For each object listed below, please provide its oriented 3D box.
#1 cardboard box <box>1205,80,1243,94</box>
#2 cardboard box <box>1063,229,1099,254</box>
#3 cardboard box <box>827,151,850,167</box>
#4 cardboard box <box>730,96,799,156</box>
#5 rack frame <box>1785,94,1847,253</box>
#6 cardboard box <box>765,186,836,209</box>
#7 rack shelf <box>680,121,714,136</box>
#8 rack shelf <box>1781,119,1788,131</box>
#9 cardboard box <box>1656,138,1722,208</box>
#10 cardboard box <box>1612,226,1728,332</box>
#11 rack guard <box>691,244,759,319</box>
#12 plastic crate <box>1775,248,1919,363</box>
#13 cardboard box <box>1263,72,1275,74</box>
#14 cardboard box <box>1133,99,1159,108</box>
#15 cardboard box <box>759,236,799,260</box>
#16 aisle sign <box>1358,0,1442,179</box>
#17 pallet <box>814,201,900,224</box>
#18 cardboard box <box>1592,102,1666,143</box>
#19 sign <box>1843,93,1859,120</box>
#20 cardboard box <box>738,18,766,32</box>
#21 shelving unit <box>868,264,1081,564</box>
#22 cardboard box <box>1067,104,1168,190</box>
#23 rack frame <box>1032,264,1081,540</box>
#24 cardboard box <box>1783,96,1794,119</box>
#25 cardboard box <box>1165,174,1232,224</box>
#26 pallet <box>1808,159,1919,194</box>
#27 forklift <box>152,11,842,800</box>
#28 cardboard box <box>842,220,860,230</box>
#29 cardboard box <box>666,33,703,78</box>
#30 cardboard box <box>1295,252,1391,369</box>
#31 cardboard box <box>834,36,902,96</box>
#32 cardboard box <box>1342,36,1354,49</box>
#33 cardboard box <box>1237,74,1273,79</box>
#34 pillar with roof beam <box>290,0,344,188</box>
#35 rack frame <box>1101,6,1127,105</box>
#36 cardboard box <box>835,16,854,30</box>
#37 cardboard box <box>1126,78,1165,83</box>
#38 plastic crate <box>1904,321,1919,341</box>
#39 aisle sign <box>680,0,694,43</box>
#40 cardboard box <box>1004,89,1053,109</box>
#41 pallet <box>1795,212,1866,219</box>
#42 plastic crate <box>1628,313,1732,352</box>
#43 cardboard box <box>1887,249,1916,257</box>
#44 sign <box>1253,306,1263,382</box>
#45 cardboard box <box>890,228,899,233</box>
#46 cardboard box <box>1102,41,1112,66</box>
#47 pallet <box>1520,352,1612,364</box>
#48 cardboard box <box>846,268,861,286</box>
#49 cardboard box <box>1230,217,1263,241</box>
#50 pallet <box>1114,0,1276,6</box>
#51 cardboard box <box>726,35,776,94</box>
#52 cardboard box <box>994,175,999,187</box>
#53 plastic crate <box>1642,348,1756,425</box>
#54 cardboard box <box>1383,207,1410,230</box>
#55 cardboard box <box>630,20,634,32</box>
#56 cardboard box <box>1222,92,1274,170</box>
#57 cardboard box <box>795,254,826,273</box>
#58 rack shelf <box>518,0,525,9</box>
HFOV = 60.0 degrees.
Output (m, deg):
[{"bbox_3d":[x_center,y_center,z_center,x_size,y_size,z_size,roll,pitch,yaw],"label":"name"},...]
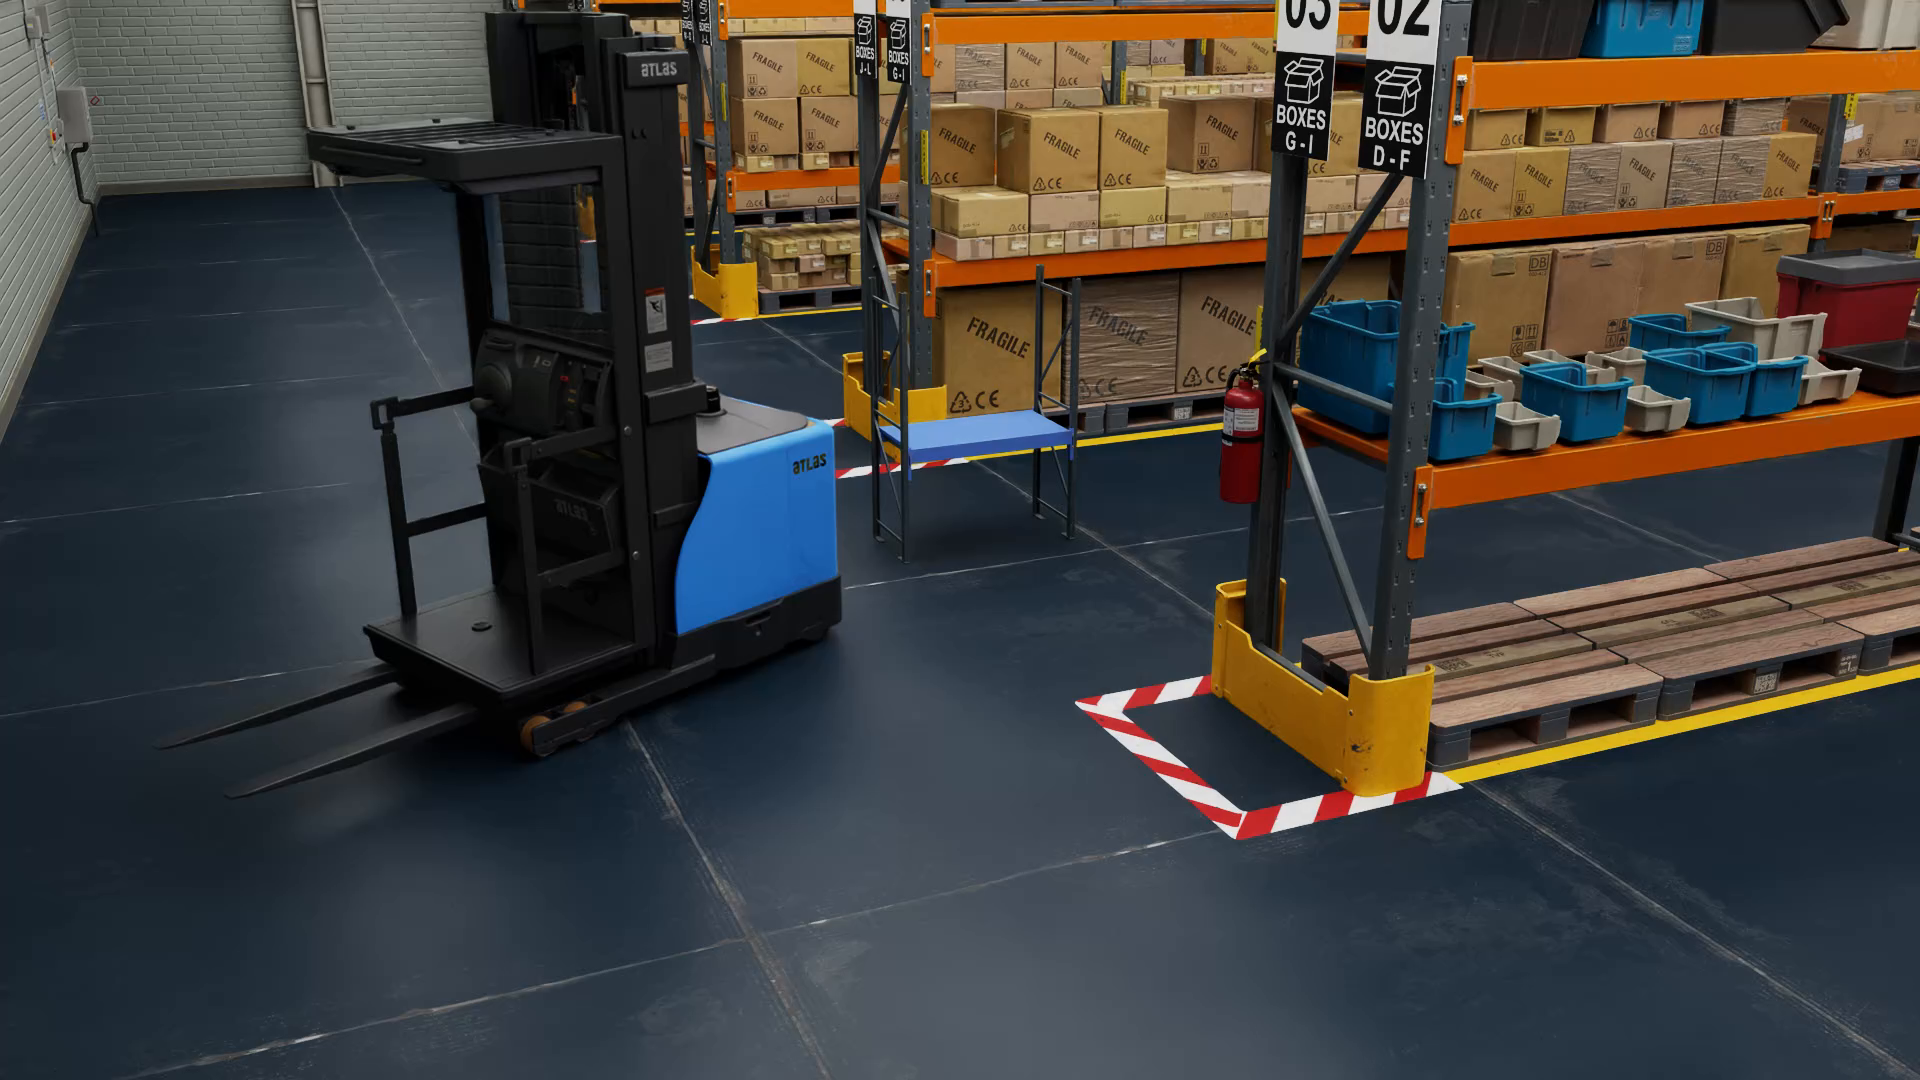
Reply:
[{"bbox_3d":[2.631,-4.530,16.720,0.250,0.149,0.380,-8,21,-23],"label":"cardboard box"},{"bbox_3d":[0.732,-2.033,11.156,0.250,0.149,0.380,-8,21,-23],"label":"cardboard box"},{"bbox_3d":[-1.209,-3.593,15.589,0.250,0.149,0.380,-7,21,-19],"label":"cardboard box"},{"bbox_3d":[-1.784,-3.790,15.172,0.500,0.500,0.500,-7,21,-19],"label":"cardboard box"},{"bbox_3d":[6.912,-3.155,13.965,0.127,3.000,1.000,-8,21,-22],"label":"rack frame"},{"bbox_3d":[-2.127,-4.472,20.933,0.875,0.438,0.875,-9,21,-24],"label":"cardboard box"},{"bbox_3d":[-2.523,-5.048,20.426,4.000,0.370,1.077,-8,21,-22],"label":"rack shelf"},{"bbox_3d":[10.549,-5.131,20.660,4.000,0.370,1.077,-8,21,-22],"label":"rack shelf"},{"bbox_3d":[5.621,-2.928,13.172,0.500,0.500,0.500,-9,21,-24],"label":"cardboard box"},{"bbox_3d":[5.448,-2.151,13.682,0.875,0.875,1.225,-8,21,-22],"label":"cardboard box"},{"bbox_3d":[-2.236,-2.459,15.753,0.348,0.500,1.175,-8,21,-22],"label":"rack guard"},{"bbox_3d":[4.282,-1.136,8.044,0.583,0.464,0.402,-8,21,-22],"label":"plastic crate"},{"bbox_3d":[4.162,-6.321,22.704,0.250,0.149,0.380,-8,21,-22],"label":"cardboard box"},{"bbox_3d":[1.911,-4.286,16.476,0.250,0.149,0.380,-8,21,-21],"label":"cardboard box"},{"bbox_3d":[-1.690,-2.727,15.516,0.250,0.149,0.380,-9,21,-24],"label":"cardboard box"},{"bbox_3d":[1.580,-1.718,5.971,0.004,0.787,0.394,-8,21,-22],"label":"aisle sign"},{"bbox_3d":[-1.416,-4.259,21.301,1.213,0.211,1.003,-8,21,-22],"label":"pallet"},{"bbox_3d":[5.021,-3.409,13.026,0.637,0.503,0.797,-7,21,-20],"label":"cardboard box"},{"bbox_3d":[7.135,-3.532,13.294,0.005,0.325,0.100,-8,21,-22],"label":"sign"},{"bbox_3d":[-2.483,-6.103,19.705,0.250,0.149,0.380,-9,21,-23],"label":"cardboard box"},{"bbox_3d":[0.078,-0.719,9.305,1.048,1.500,0.538,-8,21,-22],"label":"shelving unit"},{"bbox_3d":[1.046,-2.642,11.158,0.500,0.500,0.500,-9,21,-23],"label":"cardboard box"},{"bbox_3d":[0.545,-0.786,9.495,0.032,1.500,0.500,-8,21,-22],"label":"rack frame"},{"bbox_3d":[9.543,-5.409,20.142,0.550,0.550,0.875,-8,21,-22],"label":"cardboard box"},{"bbox_3d":[1.528,-2.358,11.481,0.500,0.250,0.500,-9,21,-23],"label":"cardboard box"},{"bbox_3d":[7.524,-3.190,14.356,1.003,0.211,1.213,-8,21,-22],"label":"pallet"},{"bbox_3d":[-1.936,-0.667,7.002,1.130,2.935,3.031,16,25,39],"label":"forklift"},{"bbox_3d":[-0.992,-3.064,16.473,0.250,0.149,0.380,-7,21,-20],"label":"cardboard box"},{"bbox_3d":[-3.334,-5.690,19.508,0.500,0.500,0.500,-9,21,-23],"label":"cardboard box"},{"bbox_3d":[2.601,-1.762,12.577,0.875,0.875,0.875,-8,21,-22],"label":"cardboard box"},{"bbox_3d":[-0.841,-4.395,15.385,0.500,0.500,0.500,-9,21,-23],"label":"cardboard box"},{"bbox_3d":[5.395,-6.826,23.162,0.500,0.500,0.500,-7,21,-20],"label":"cardboard box"},{"bbox_3d":[3.102,-4.834,17.585,0.250,0.149,0.380,-8,21,-23],"label":"cardboard box"},{"bbox_3d":[-7.456,-8.075,18.905,0.400,9.000,9.100,-8,21,-22],"label":"pillar with roof beam"},{"bbox_3d":[1.367,-4.154,16.804,0.127,3.000,1.000,-8,21,-22],"label":"rack frame"},{"bbox_3d":[-1.361,-6.306,20.283,0.250,0.149,0.380,-8,21,-22],"label":"cardboard box"},{"bbox_3d":[1.905,-4.663,17.098,0.250,0.149,0.380,-9,21,-24],"label":"cardboard box"},{"bbox_3d":[4.717,-1.004,8.165,0.243,0.136,0.396,-8,21,-22],"label":"plastic crate"},{"bbox_3d":[-2.492,-4.936,15.111,0.004,0.787,0.394,-8,21,-22],"label":"aisle sign"},{"bbox_3d":[0.558,-4.124,16.120,0.500,0.500,0.500,-9,21,-23],"label":"cardboard box"},{"bbox_3d":[10.564,-4.129,20.932,1.213,0.211,1.003,-8,21,-22],"label":"pallet"},{"bbox_3d":[3.312,-0.890,7.694,0.300,0.233,0.416,-8,21,-22],"label":"plastic crate"},{"bbox_3d":[8.023,-2.354,14.793,0.500,0.500,0.700,-10,22,-26],"label":"cardboard box"},{"bbox_3d":[1.295,-0.835,7.130,0.005,0.325,0.100,-8,21,-22],"label":"sign"},{"bbox_3d":[-0.489,-2.907,16.025,0.250,0.149,0.380,-8,21,-21],"label":"cardboard box"},{"bbox_3d":[1.689,-6.414,21.567,0.500,0.500,0.500,-8,21,-22],"label":"cardboard box"},{"bbox_3d":[5.040,-1.600,13.747,1.213,0.211,1.003,-8,21,-22],"label":"pallet"},{"bbox_3d":[-0.986,-2.547,15.900,0.250,0.149,0.380,-8,21,-21],"label":"cardboard box"},{"bbox_3d":[1.909,-2.201,11.634,0.250,0.149,0.380,-9,21,-23],"label":"cardboard box"},{"bbox_3d":[1.365,-3.738,11.239,1.213,0.211,1.003,-8,21,-22],"label":"pallet"},{"bbox_3d":[-1.984,-4.423,15.464,0.500,0.500,0.500,-9,21,-23],"label":"cardboard box"},{"bbox_3d":[0.372,-2.383,11.552,0.500,0.250,0.500,-9,21,-23],"label":"cardboard box"},{"bbox_3d":[3.094,-0.647,7.004,0.300,0.233,0.416,-8,21,-22],"label":"plastic crate"},{"bbox_3d":[3.089,-2.370,12.115,0.250,0.149,0.380,-8,21,-22],"label":"cardboard box"},{"bbox_3d":[-3.924,-5.911,19.162,0.250,0.149,0.380,-8,21,-21],"label":"cardboard box"},{"bbox_3d":[2.243,-3.004,12.187,0.500,0.500,0.500,-8,21,-22],"label":"cardboard box"},{"bbox_3d":[-1.449,-2.631,15.691,0.250,0.149,0.380,-8,21,-22],"label":"cardboard box"},{"bbox_3d":[-4.492,-7.976,24.225,4.000,0.370,1.077,-8,21,-22],"label":"rack shelf"}]
